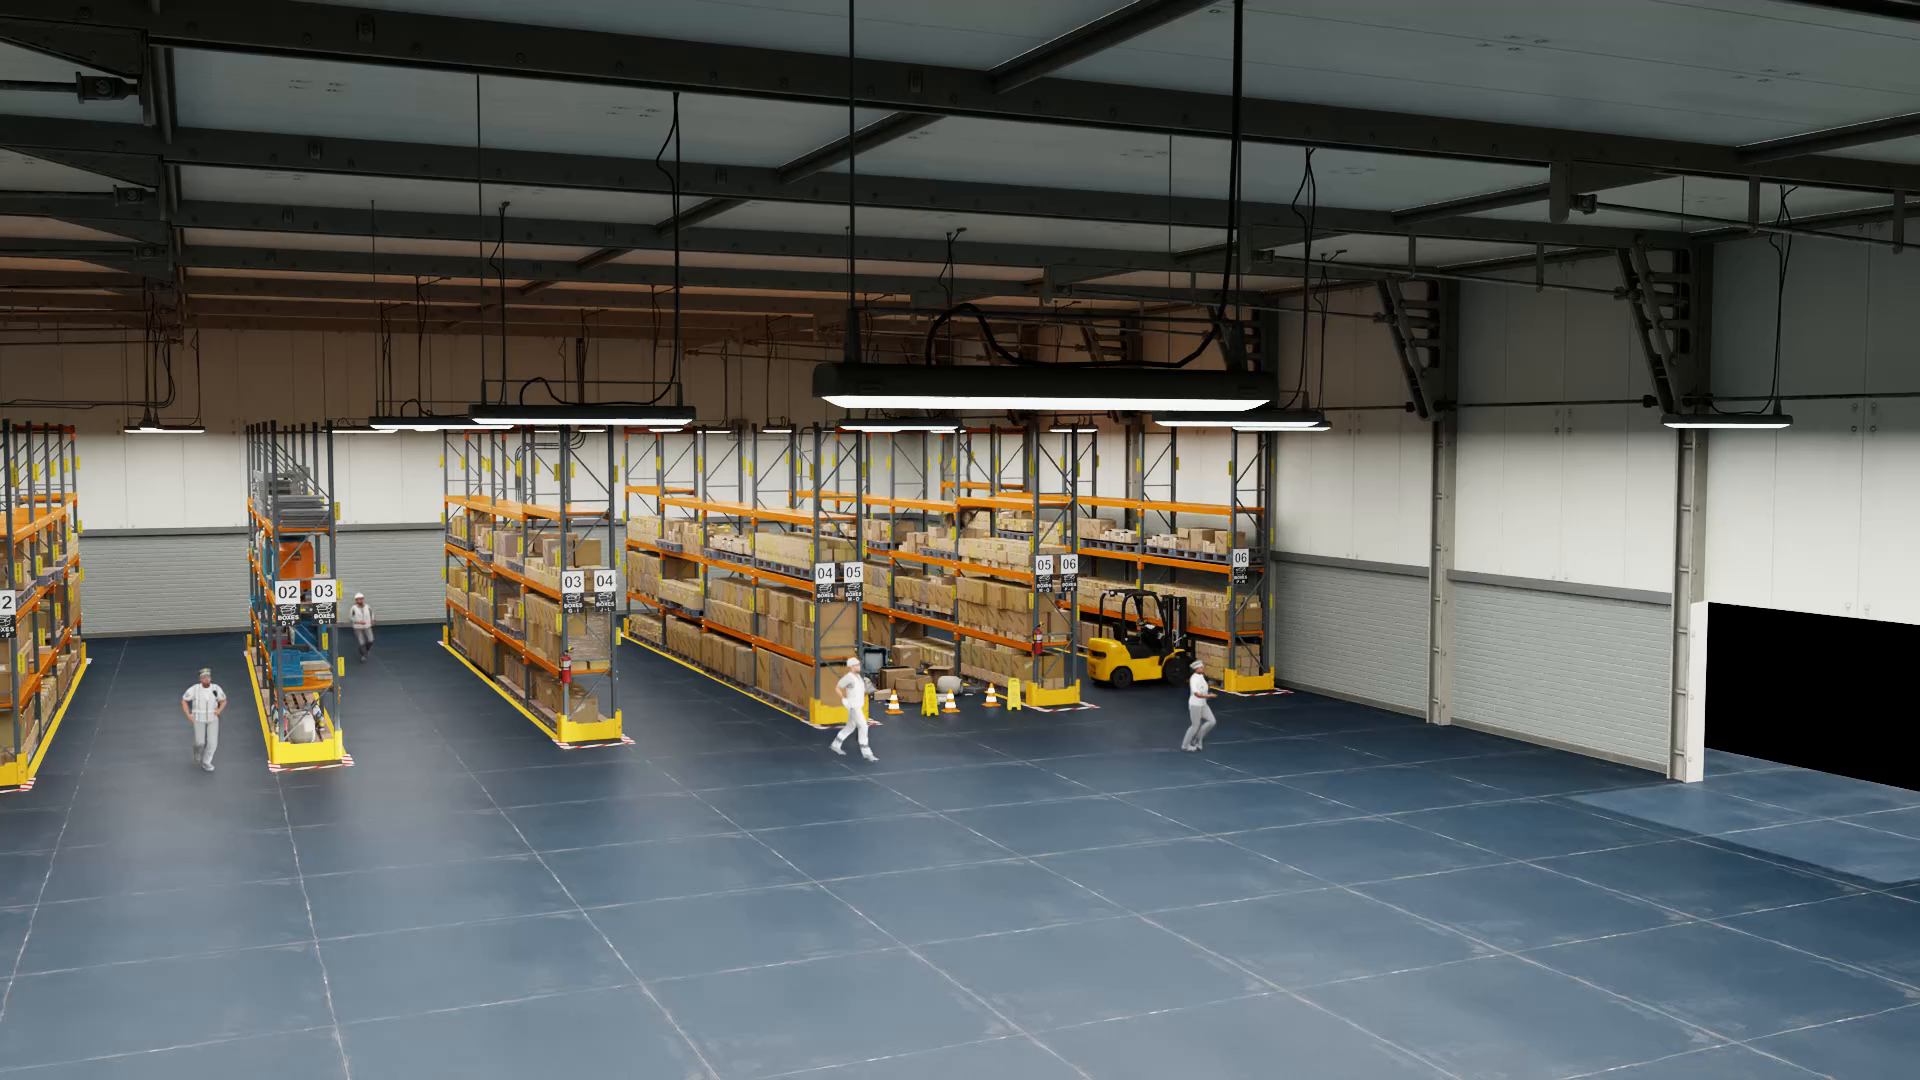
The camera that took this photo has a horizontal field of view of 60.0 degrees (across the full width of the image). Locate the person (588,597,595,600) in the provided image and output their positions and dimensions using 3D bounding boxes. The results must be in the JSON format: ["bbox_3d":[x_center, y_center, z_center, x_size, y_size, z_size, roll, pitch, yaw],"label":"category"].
[{"bbox_3d":[-10.347,1.920,46.302,0.740,1.751,0.944,-1,4,-9],"label":"person"}]

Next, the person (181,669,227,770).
[{"bbox_3d":[-12.948,3.070,28.544,0.715,1.744,0.566,-2,4,-32],"label":"person"}]

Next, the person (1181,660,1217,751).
[{"bbox_3d":[4.343,2.994,30.108,0.651,1.680,0.544,2,4,26],"label":"person"}]

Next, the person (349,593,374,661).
[{"bbox_3d":[-15.177,2.217,42.269,0.665,1.721,0.581,-2,4,-32],"label":"person"}]

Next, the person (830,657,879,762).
[{"bbox_3d":[-1.866,2.973,29.295,0.918,1.814,0.656,1,4,10],"label":"person"}]
